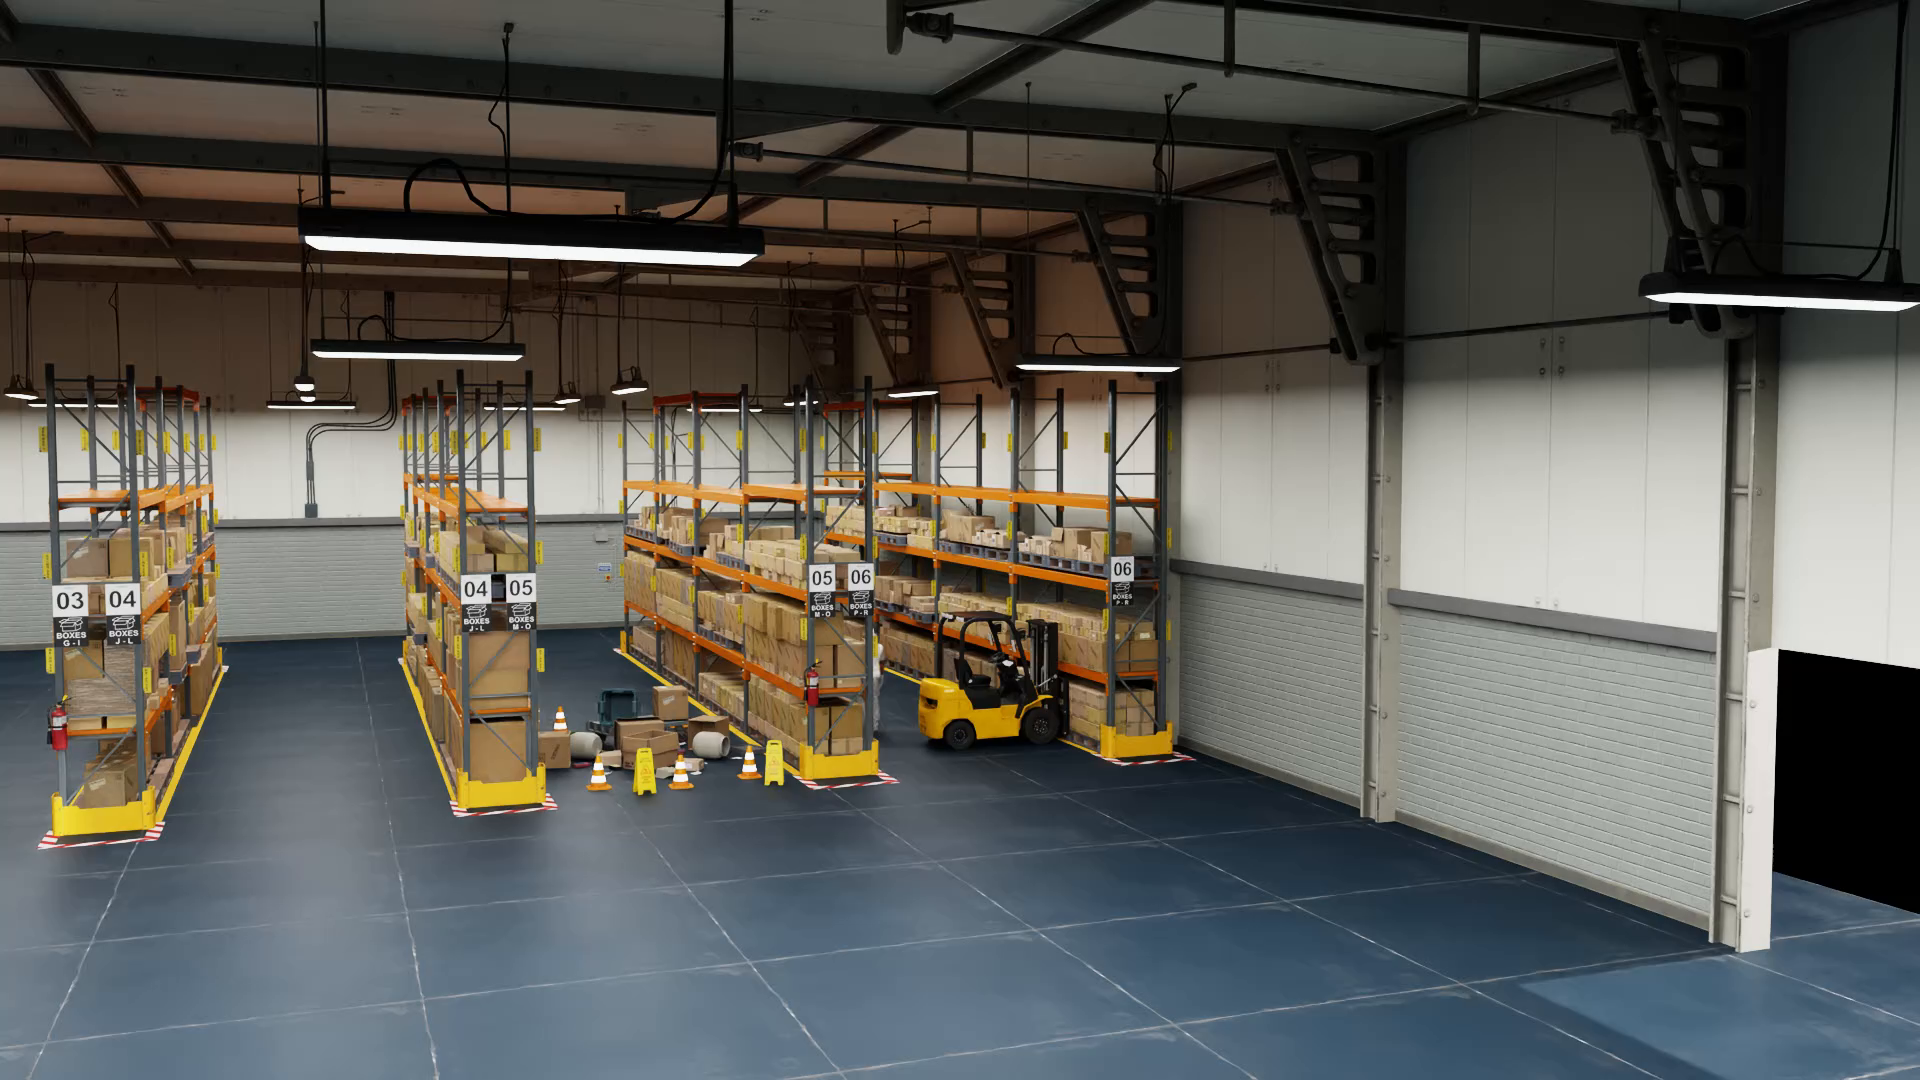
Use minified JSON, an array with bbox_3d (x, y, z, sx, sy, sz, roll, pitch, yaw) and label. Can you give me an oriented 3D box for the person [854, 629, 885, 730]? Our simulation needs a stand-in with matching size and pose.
[{"bbox_3d":[-1.588,2.420,29.031,0.604,1.796,0.527,-2,4,-26],"label":"person"}]
